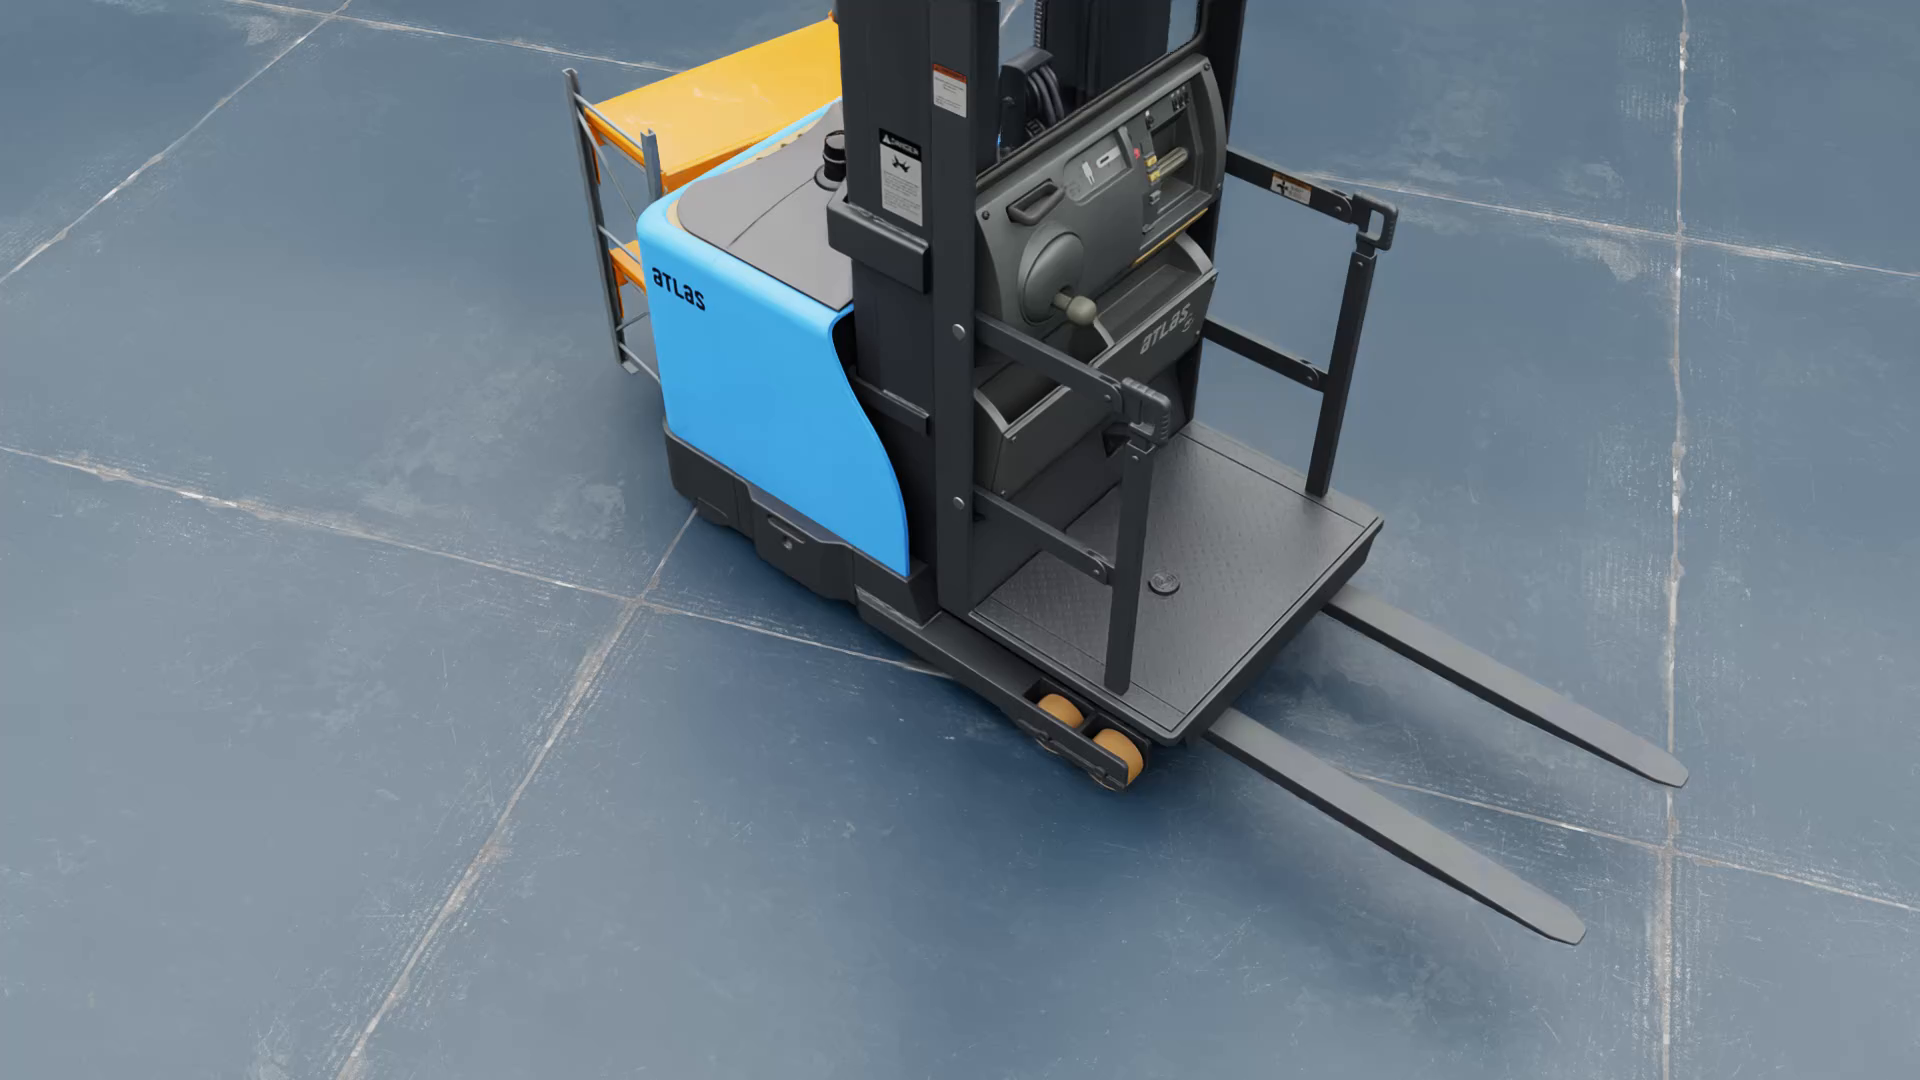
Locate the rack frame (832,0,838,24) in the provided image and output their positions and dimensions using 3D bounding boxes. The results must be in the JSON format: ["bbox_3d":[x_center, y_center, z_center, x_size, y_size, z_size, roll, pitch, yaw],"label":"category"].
[{"bbox_3d":[-0.266,-1.362,5.837,0.032,1.125,0.500,-30,51,-27],"label":"rack frame"}]

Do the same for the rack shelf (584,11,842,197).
[{"bbox_3d":[-0.661,-1.348,5.404,1.000,0.278,0.538,-30,51,-27],"label":"rack shelf"}]

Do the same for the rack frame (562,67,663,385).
[{"bbox_3d":[-1.056,-0.915,5.380,0.032,1.125,0.500,-30,51,-27],"label":"rack frame"}]

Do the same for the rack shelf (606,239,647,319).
[{"bbox_3d":[-0.661,-0.963,5.779,1.000,0.278,0.538,-30,51,-27],"label":"rack shelf"}]

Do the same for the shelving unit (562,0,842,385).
[{"bbox_3d":[-0.661,-1.138,5.608,1.048,1.125,0.538,-30,51,-27],"label":"shelving unit"}]

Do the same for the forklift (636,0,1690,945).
[{"bbox_3d":[0.524,-0.787,3.959,3.031,2.935,1.130,31,52,27],"label":"forklift"}]
